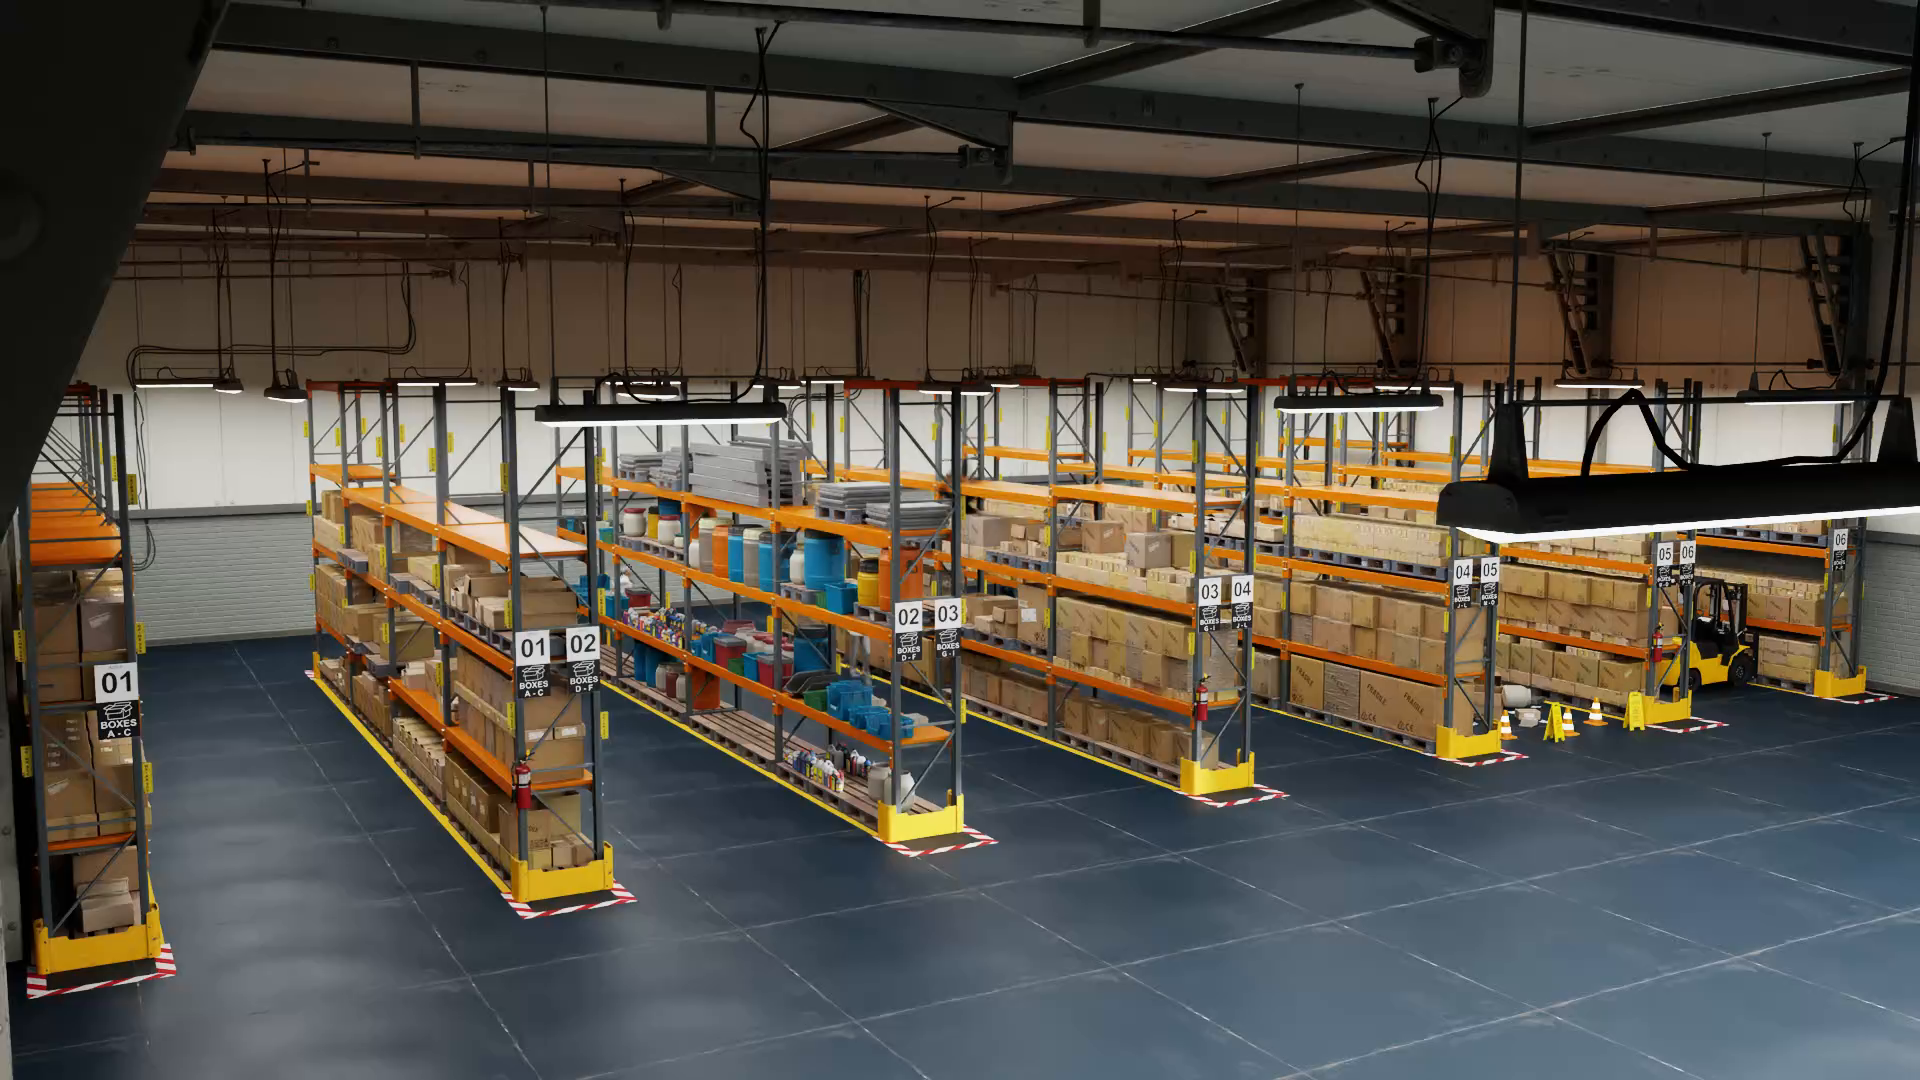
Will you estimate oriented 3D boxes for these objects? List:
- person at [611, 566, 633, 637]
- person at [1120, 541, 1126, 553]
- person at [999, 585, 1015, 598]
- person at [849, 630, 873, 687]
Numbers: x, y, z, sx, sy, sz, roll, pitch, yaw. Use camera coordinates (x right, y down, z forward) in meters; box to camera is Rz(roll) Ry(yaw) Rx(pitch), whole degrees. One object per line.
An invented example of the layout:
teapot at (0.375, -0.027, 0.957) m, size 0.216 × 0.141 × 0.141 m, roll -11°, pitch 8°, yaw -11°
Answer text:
person at (-7.765, 1.416, 38.549) m, size 0.666 × 1.637 × 0.595 m, roll -2°, pitch 6°, yaw -19°
person at (4.446, 0.740, 44.658) m, size 0.650 × 1.720 × 0.703 m, roll 1°, pitch 6°, yaw 12°
person at (1.224, 0.973, 42.874) m, size 0.508 × 1.558 × 0.627 m, roll 5°, pitch 8°, yaw 38°
person at (-1.900, 1.838, 31.581) m, size 0.672 × 1.888 × 0.744 m, roll -3°, pitch 7°, yaw -27°
